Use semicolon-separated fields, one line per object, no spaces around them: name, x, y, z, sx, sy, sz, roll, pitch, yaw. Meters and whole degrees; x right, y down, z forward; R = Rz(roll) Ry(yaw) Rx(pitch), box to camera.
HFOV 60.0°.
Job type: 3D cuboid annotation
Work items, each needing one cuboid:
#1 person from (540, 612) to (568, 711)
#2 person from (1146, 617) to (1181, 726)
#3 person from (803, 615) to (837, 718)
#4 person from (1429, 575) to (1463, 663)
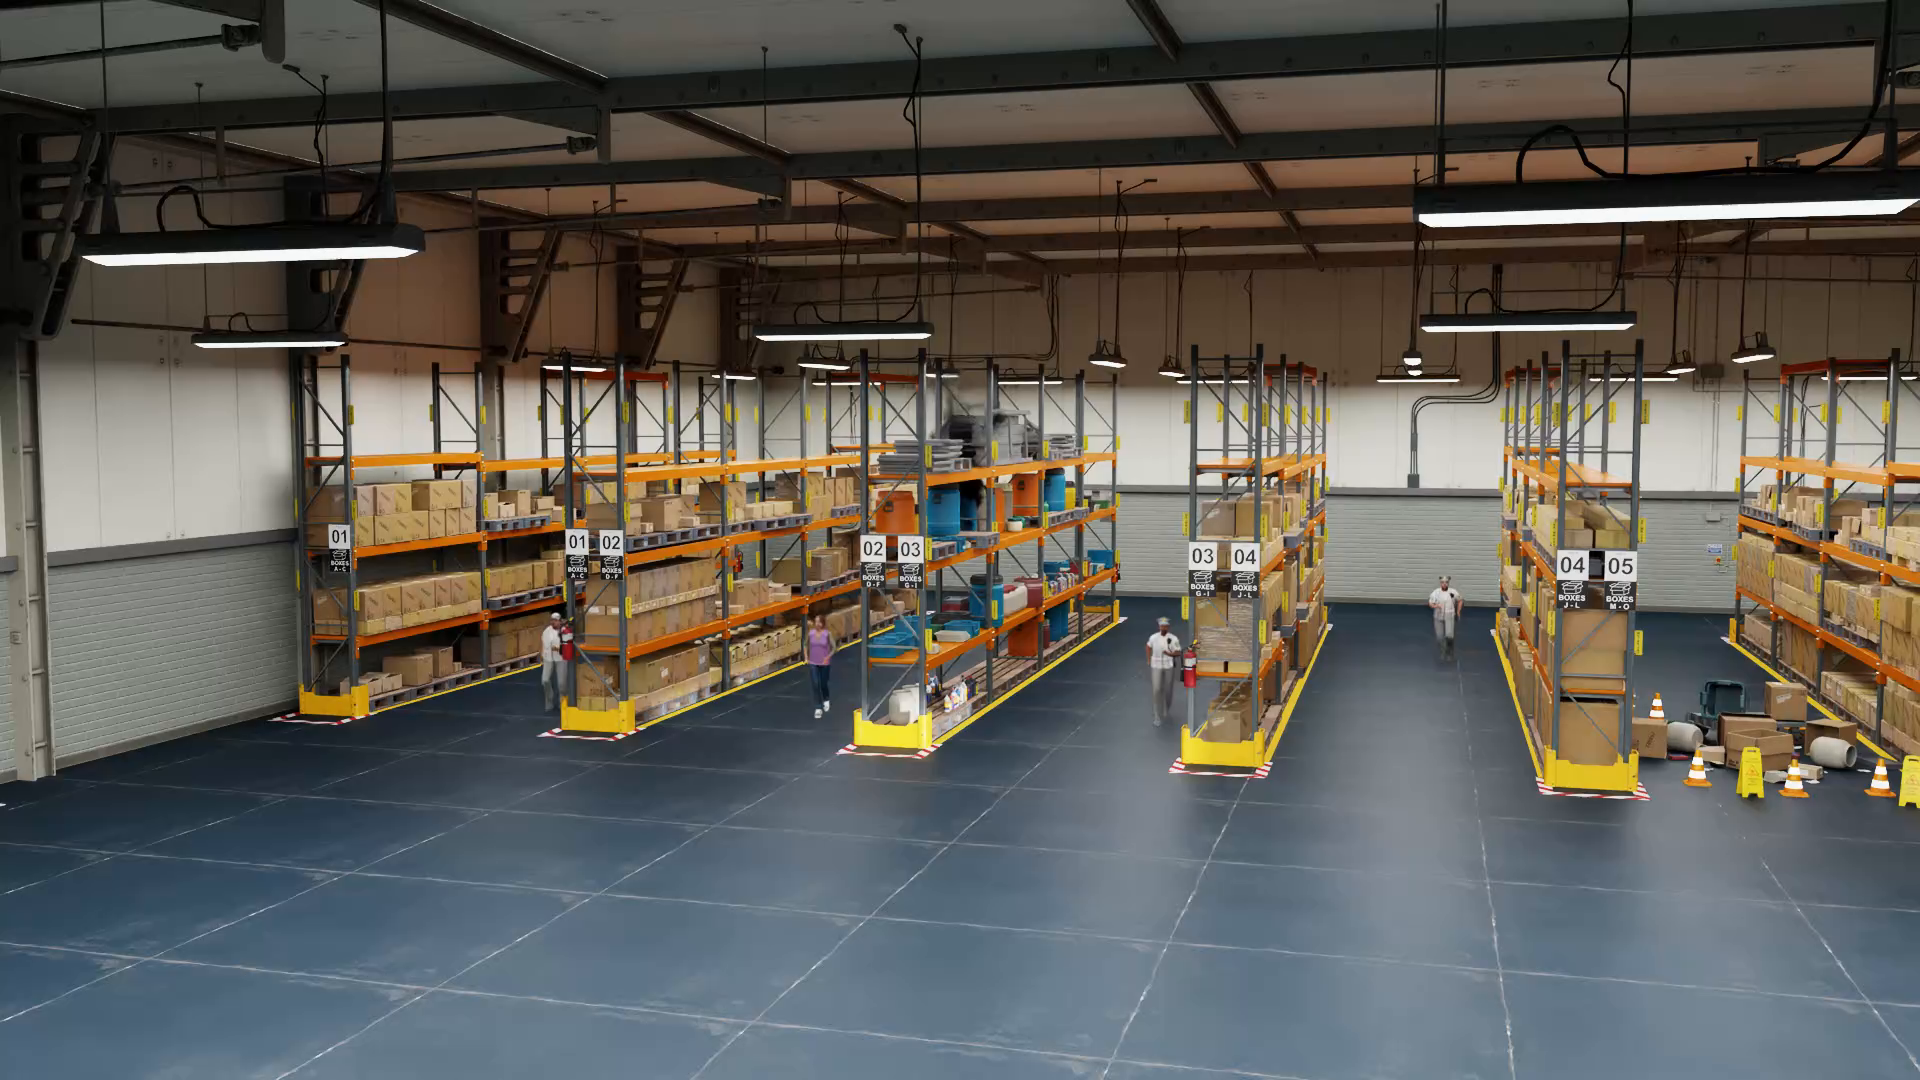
person;-6.866;2.066;28.195;0.577;1.679;0.682;0;4;0
person;3.311;2.110;27.114;0.562;1.716;0.885;1;4;7
person;-2.214;2.015;26.205;0.557;1.506;0.569;0;4;6
person;9.819;1.603;33.676;0.640;1.788;0.703;2;5;21
